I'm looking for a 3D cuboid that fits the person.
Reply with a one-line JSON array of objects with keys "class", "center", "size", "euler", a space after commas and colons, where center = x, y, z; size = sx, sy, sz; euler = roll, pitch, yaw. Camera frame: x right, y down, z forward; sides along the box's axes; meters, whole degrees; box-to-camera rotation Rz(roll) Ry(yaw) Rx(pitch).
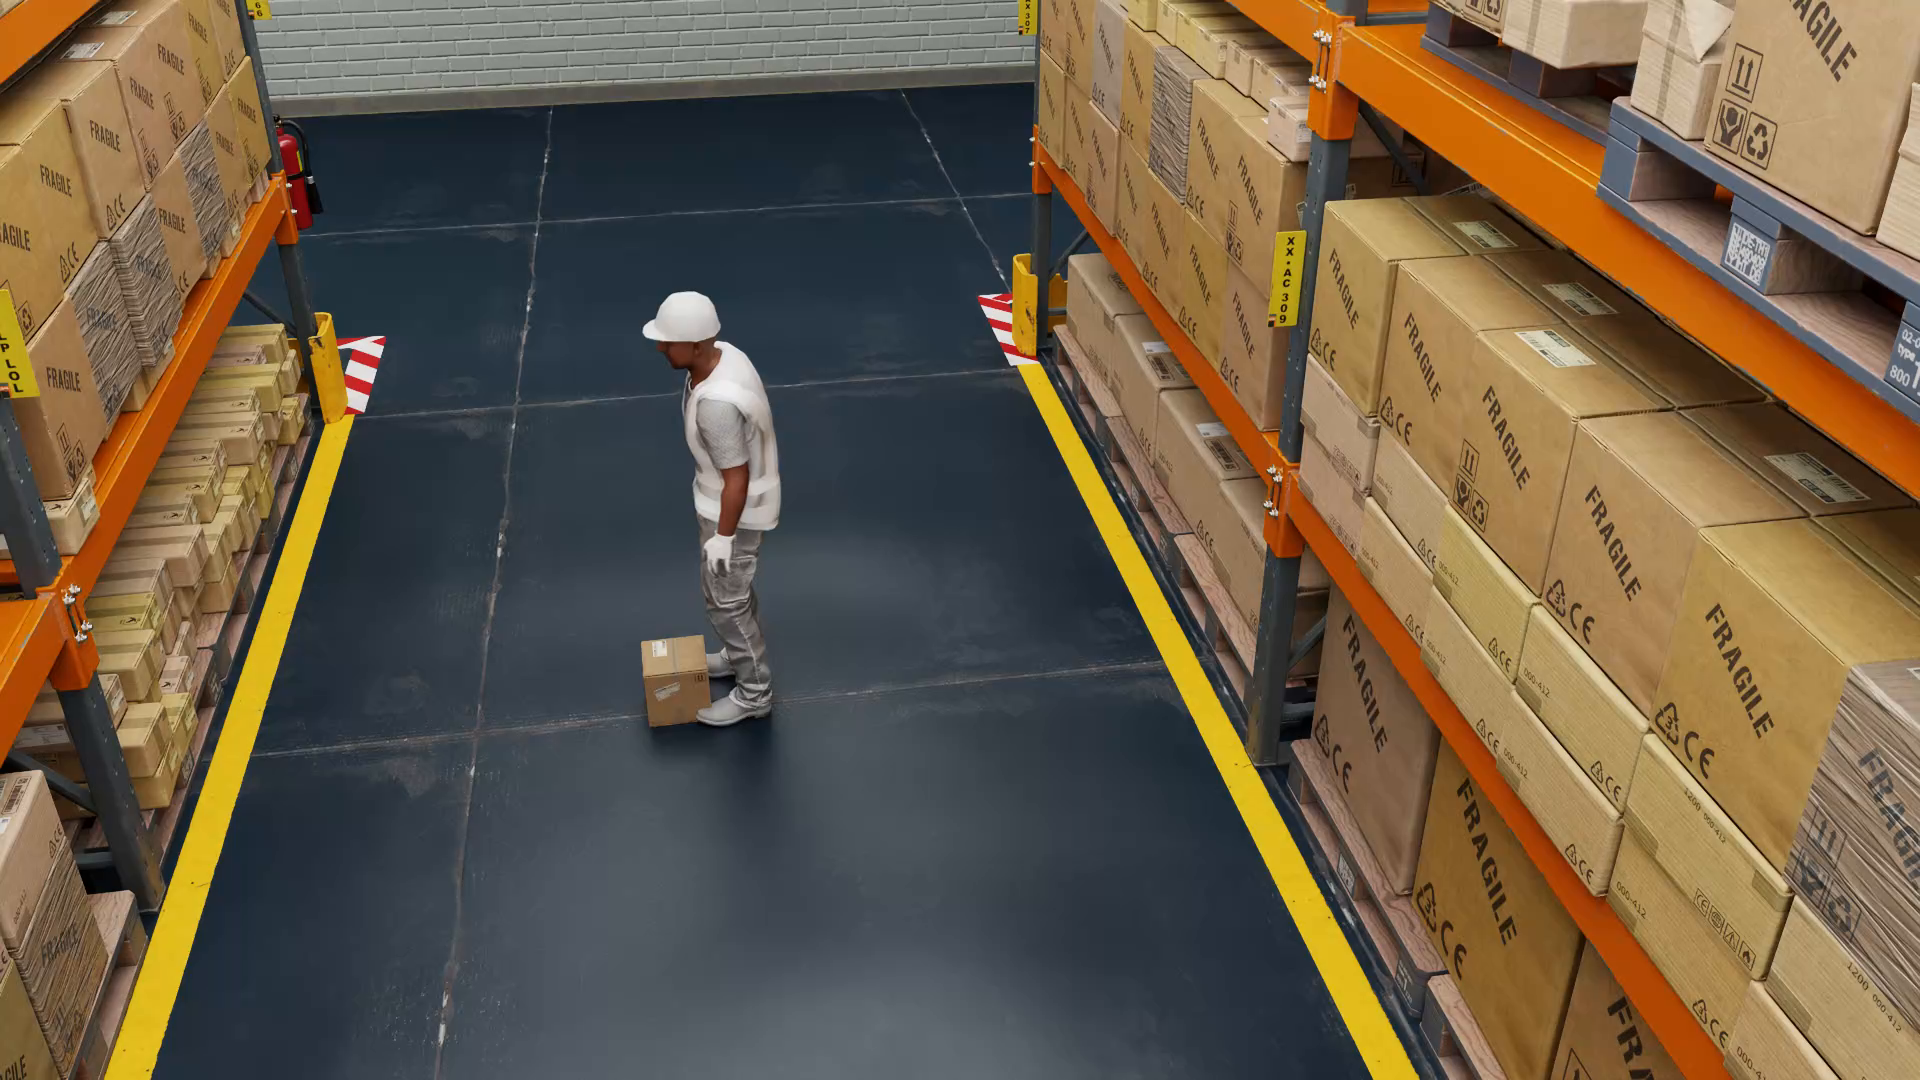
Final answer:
[{"class": "person", "center": [-0.908, -0.124, 6.331], "size": [0.450, 1.773, 0.616], "euler": [-5, 31, -9]}]
